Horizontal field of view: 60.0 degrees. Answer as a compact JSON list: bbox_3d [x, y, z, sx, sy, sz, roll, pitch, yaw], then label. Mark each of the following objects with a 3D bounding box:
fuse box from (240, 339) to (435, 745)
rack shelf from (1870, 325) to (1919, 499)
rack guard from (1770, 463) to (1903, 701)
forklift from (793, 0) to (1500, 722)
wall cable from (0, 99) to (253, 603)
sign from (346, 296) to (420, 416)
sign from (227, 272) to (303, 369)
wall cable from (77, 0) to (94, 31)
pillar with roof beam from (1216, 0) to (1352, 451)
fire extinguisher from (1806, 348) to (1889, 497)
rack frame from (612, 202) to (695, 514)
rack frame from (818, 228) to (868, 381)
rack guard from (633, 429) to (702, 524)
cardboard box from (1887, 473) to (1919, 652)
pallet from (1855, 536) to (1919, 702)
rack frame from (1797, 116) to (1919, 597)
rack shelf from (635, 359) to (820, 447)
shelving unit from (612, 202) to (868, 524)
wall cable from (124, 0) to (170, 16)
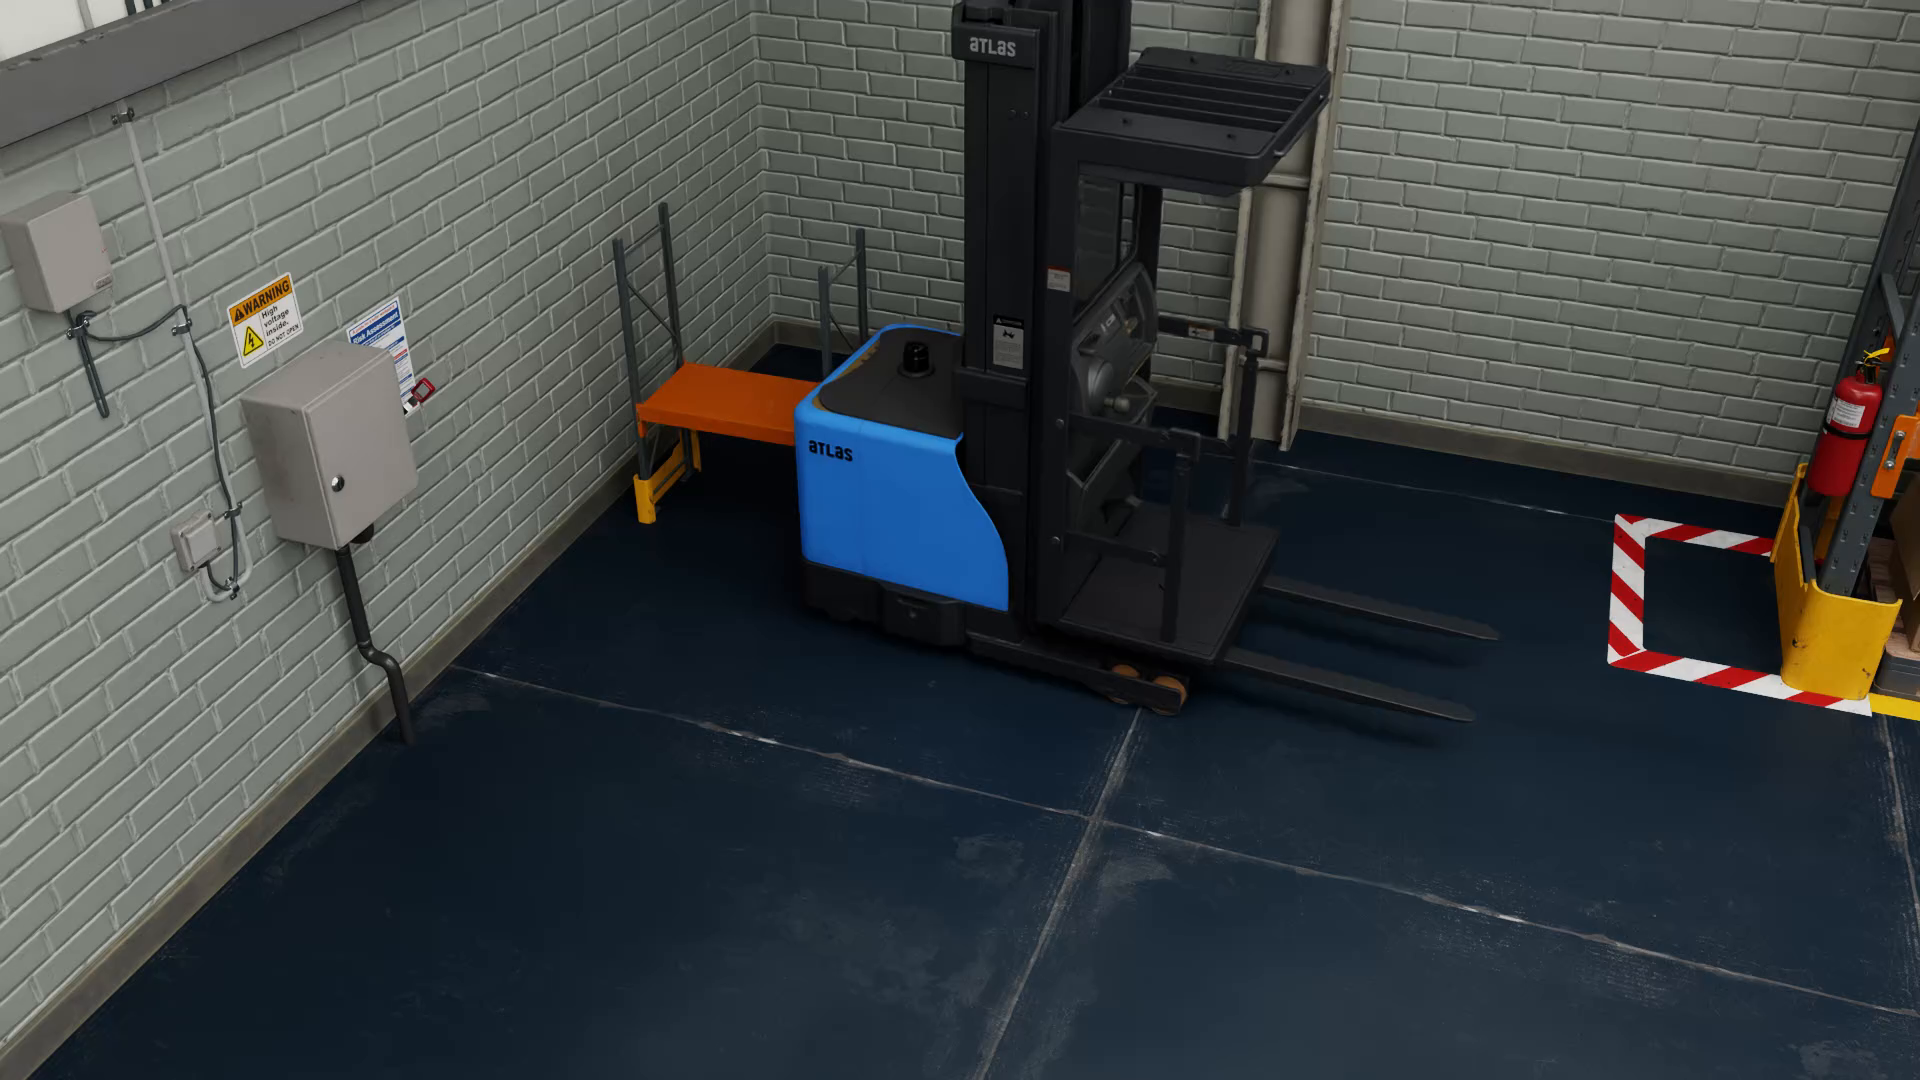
[{"bbox_3d":[-2.266,0.111,6.501,0.414,1.711,0.539,11,34,16],"label":"fuse box"},{"bbox_3d":[5.758,-0.232,6.507,4.000,0.370,1.077,11,34,16],"label":"rack shelf"},{"bbox_3d":[3.947,0.164,7.535,0.348,0.500,1.175,11,34,16],"label":"rack guard"},{"bbox_3d":[0.826,-0.812,6.806,3.031,2.935,1.130,14,35,20],"label":"forklift"},{"bbox_3d":[-2.644,-0.538,5.381,0.122,1.984,0.588,11,34,16],"label":"wall cable"},{"bbox_3d":[-2.294,-0.681,6.627,0.001,0.494,0.329,11,34,16],"label":"sign"},{"bbox_3d":[-2.479,-0.787,5.943,0.001,0.242,0.339,11,34,16],"label":"sign"},{"bbox_3d":[-2.989,-2.166,3.308,0.029,3.000,2.355,11,34,16],"label":"wall cable"},{"bbox_3d":[0.189,-2.176,3.324,0.400,9.000,9.100,11,34,16],"label":"pillar with roof beam"},{"bbox_3d":[3.581,-0.502,6.677,0.183,0.674,0.296,11,34,16],"label":"fire extinguisher"},{"bbox_3d":[-1.499,-0.866,8.209,0.032,1.500,0.500,10,34,15],"label":"rack frame"},{"bbox_3d":[-0.535,-0.691,7.938,0.032,1.500,0.500,10,34,15],"label":"rack frame"},{"bbox_3d":[-1.498,-0.341,8.548,0.087,0.250,0.587,10,34,15],"label":"rack guard"},{"bbox_3d":[4.419,0.133,7.194,0.637,0.503,0.797,10,34,15],"label":"cardboard box"},{"bbox_3d":[4.698,0.431,7.388,1.213,0.211,1.003,11,34,16],"label":"pallet"},{"bbox_3d":[3.875,-0.900,6.879,0.127,3.000,1.000,11,34,16],"label":"rack frame"},{"bbox_3d":[-1.017,-0.628,8.171,1.000,0.185,0.538,10,34,15],"label":"rack shelf"},{"bbox_3d":[-1.026,-0.780,8.076,1.083,1.500,0.587,10,34,15],"label":"shelving unit"},{"bbox_3d":[-2.014,-3.597,5.491,0.133,3.039,2.988,11,34,16],"label":"wall cable"}]
